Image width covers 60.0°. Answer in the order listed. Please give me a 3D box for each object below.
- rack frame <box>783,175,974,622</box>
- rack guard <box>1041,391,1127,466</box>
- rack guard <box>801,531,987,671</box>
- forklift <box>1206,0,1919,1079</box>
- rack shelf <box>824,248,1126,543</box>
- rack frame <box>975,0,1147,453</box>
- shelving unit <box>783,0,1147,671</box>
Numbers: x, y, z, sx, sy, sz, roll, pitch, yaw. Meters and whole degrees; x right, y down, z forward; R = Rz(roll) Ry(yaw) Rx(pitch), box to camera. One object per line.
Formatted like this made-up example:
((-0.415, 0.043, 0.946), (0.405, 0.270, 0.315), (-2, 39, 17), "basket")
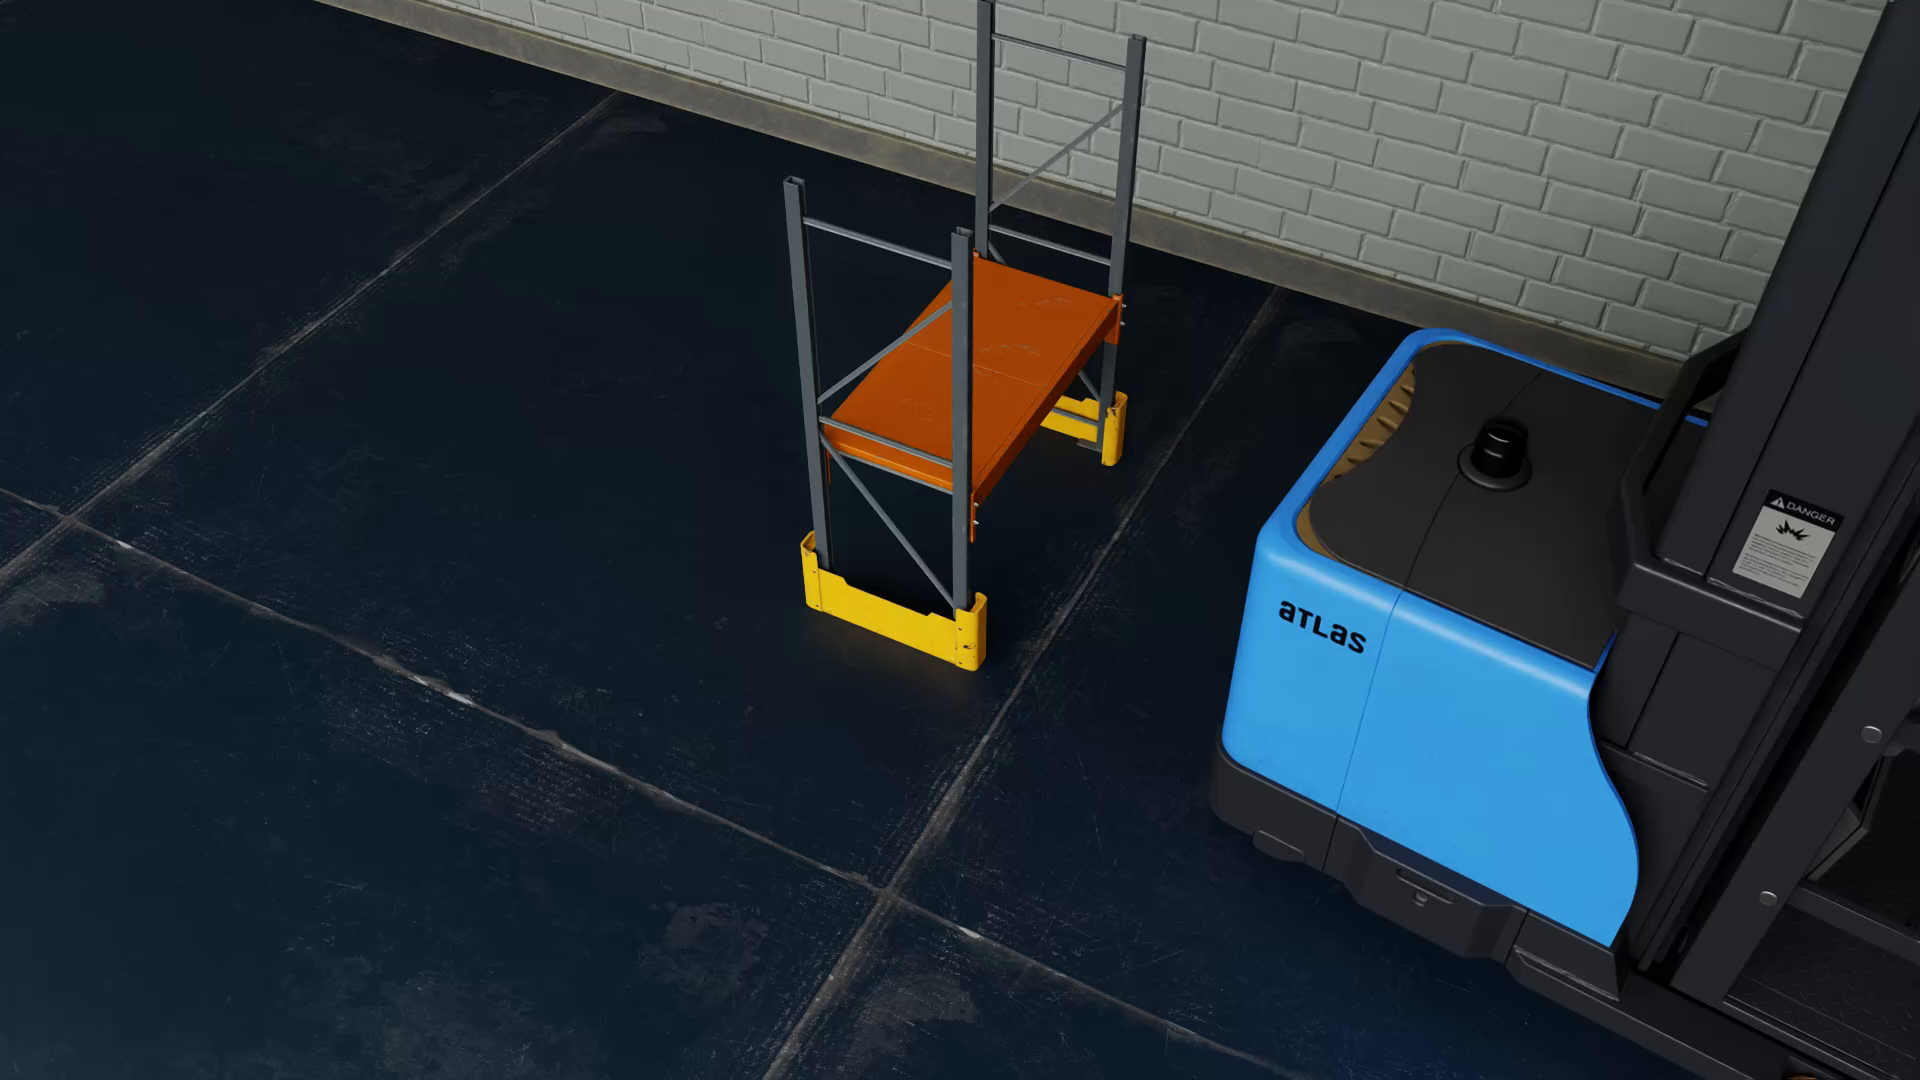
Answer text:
((-0.196, -0.261, 4.453), (0.500, 1.500, 0.032), (20, 49, 19), "rack frame")
((0.267, -0.450, 5.519), (0.587, 0.250, 0.087), (20, 49, 19), "rack guard")
((-0.196, 0.178, 4.898), (0.587, 0.250, 0.087), (20, 49, 19), "rack guard")
((2.173, 0.013, 3.176), (3.031, 2.935, 1.130), (25, 50, 23), "forklift")
((0.040, -0.455, 4.898), (0.538, 0.185, 1.000), (20, 49, 19), "rack shelf")
((0.276, -0.901, 5.086), (0.500, 1.500, 0.032), (20, 49, 19), "rack frame")
((0.035, -0.575, 4.764), (0.587, 1.500, 1.083), (20, 49, 19), "shelving unit")
